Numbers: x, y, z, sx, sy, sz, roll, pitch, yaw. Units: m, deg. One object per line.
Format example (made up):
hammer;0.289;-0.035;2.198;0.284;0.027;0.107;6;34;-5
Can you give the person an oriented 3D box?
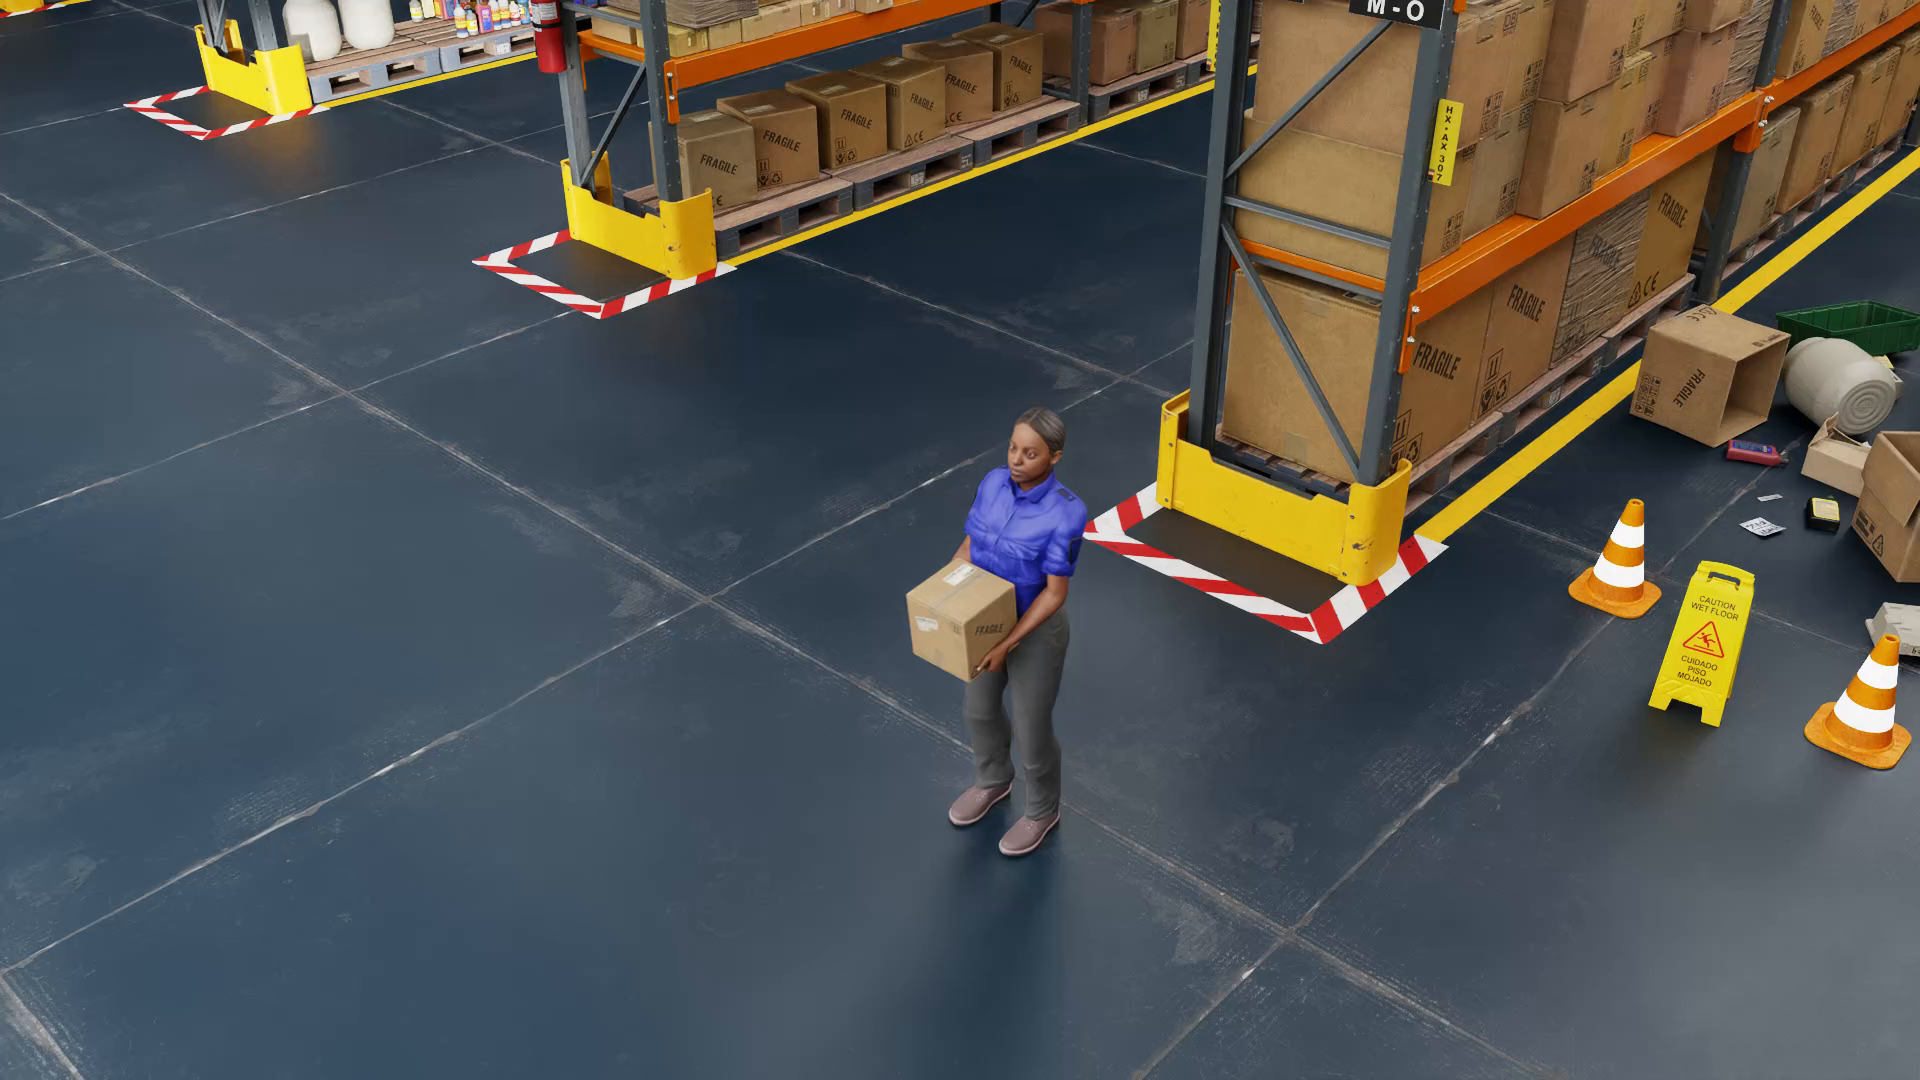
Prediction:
person;0.137;0.340;5.594;0.450;1.645;0.522;26;40;35
